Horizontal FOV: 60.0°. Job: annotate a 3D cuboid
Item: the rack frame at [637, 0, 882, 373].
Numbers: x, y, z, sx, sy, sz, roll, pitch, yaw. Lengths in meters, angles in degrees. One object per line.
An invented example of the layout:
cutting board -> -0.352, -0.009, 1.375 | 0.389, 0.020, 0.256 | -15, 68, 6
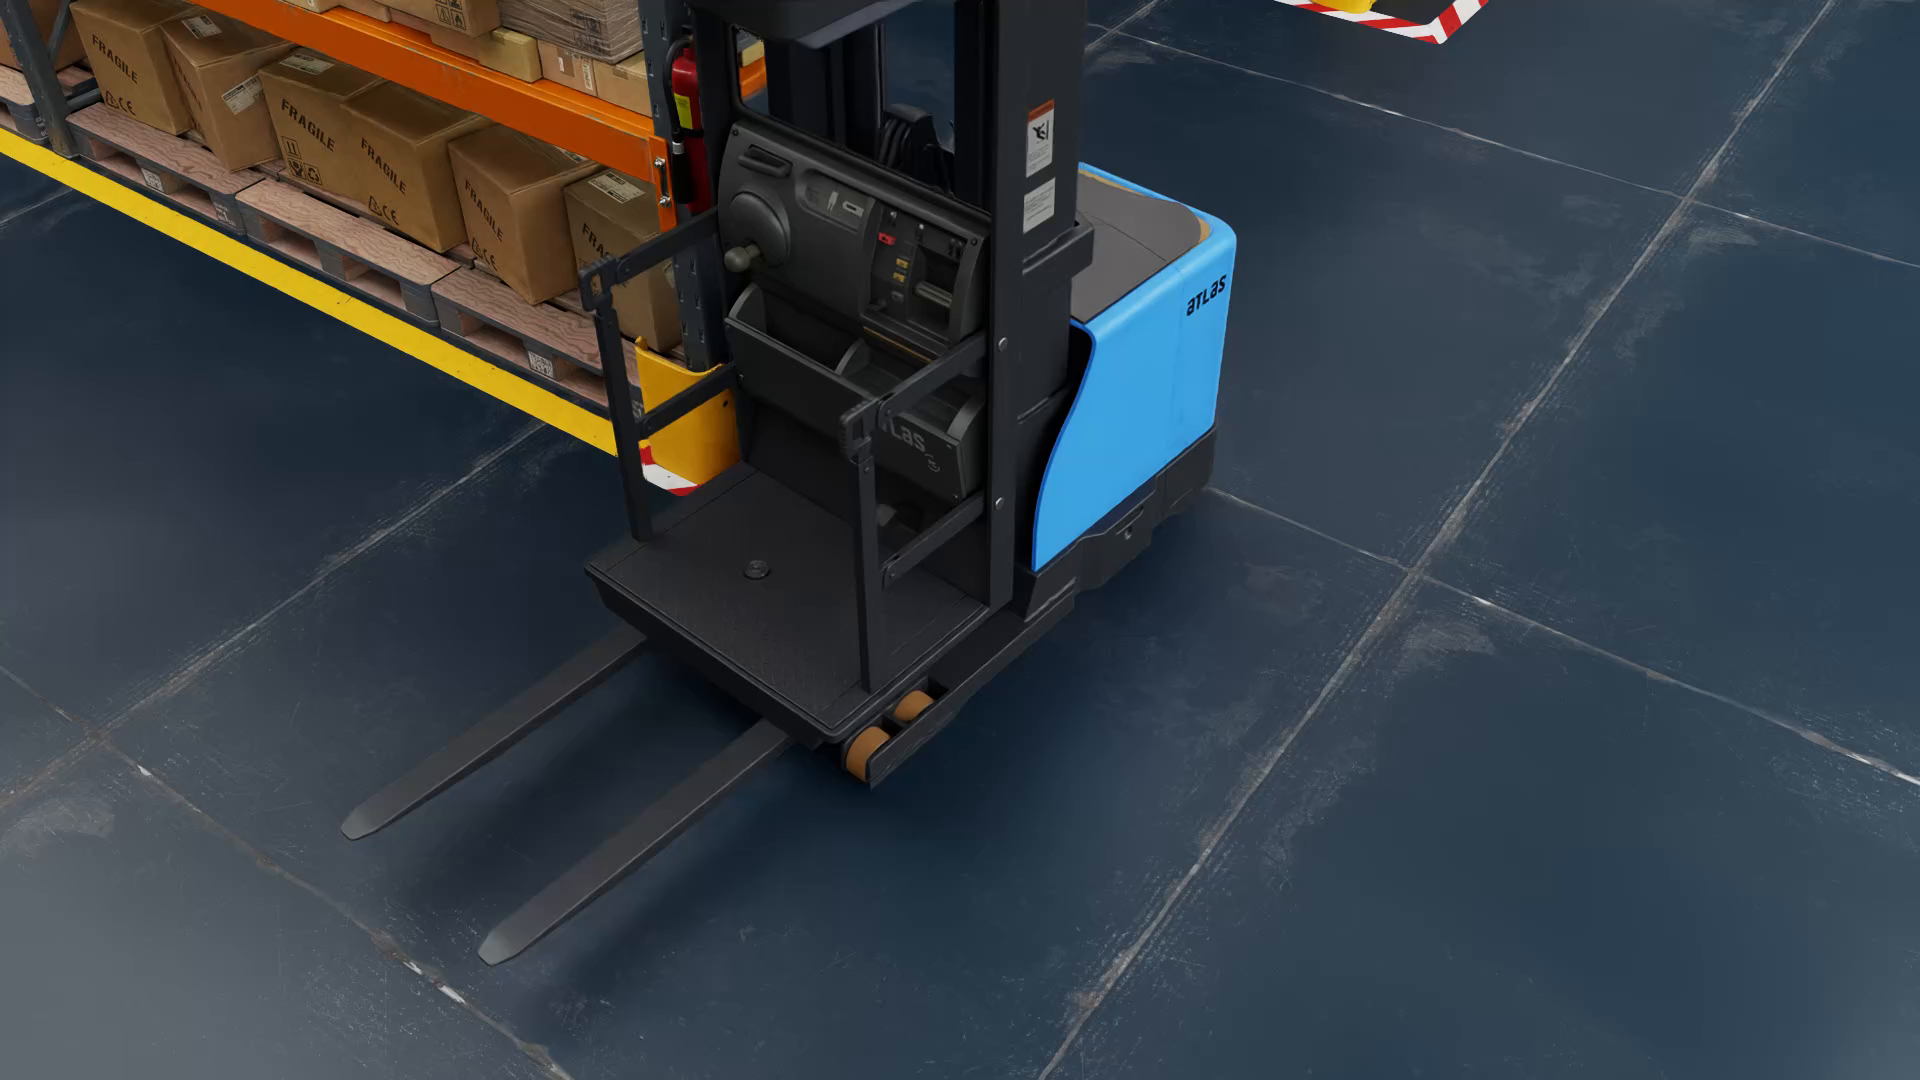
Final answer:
rack frame -> -0.615, -1.640, 5.333 | 0.127, 3.000, 1.000 | 25, 48, 25

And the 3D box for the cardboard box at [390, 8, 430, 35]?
cardboard box -> -1.782, -1.929, 5.845 | 0.250, 0.149, 0.380 | 25, 48, 25

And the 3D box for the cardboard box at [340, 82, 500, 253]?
cardboard box -> -2.128, -1.574, 6.819 | 0.500, 0.500, 0.500 | 30, 50, 29

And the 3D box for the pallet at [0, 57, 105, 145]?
pallet -> -4.528, -2.430, 8.307 | 1.213, 0.211, 1.003 | 25, 48, 25

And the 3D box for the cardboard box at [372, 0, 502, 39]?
cardboard box -> -1.528, -2.140, 5.594 | 0.500, 0.500, 0.875 | 25, 48, 25

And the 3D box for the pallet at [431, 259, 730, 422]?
pallet -> -1.322, -0.960, 6.665 | 1.213, 0.211, 1.003 | 25, 48, 25

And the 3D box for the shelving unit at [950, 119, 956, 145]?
shelving unit -> 0.215, -1.542, 7.252 | 0.210, 0.258, 0.900 | -14, 44, -15

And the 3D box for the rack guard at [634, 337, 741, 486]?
rack guard -> -0.677, -0.738, 6.199 | 0.348, 0.500, 1.175 | 25, 48, 25

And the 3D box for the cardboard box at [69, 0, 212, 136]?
cardboard box -> -3.586, -2.222, 7.543 | 0.500, 0.500, 0.500 | 24, 47, 24

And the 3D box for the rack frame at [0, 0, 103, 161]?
rack frame -> -3.890, -3.172, 7.045 | 0.127, 3.000, 1.000 | 25, 48, 25

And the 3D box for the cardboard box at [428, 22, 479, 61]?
cardboard box -> -1.601, -1.811, 5.713 | 0.250, 0.149, 0.380 | 25, 48, 25

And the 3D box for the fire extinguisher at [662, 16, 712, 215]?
fire extinguisher -> -0.786, -1.316, 5.029 | 0.183, 0.674, 0.296 | 25, 48, 25

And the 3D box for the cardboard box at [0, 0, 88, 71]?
cardboard box -> -4.380, -2.651, 8.008 | 0.500, 0.500, 0.700 | 22, 46, 22

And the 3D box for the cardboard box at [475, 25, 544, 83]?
cardboard box -> -1.406, -1.707, 5.596 | 0.250, 0.149, 0.380 | 25, 48, 25

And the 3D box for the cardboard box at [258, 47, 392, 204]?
cardboard box -> -2.559, -1.812, 7.085 | 0.500, 0.500, 0.500 | 21, 46, 22

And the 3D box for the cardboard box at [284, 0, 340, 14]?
cardboard box -> -2.255, -2.060, 5.991 | 0.250, 0.149, 0.380 | 25, 48, 25

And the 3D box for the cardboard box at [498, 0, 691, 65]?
cardboard box -> -1.050, -2.014, 5.453 | 0.500, 0.500, 0.875 | 25, 48, 25

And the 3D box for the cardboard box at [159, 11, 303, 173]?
cardboard box -> -3.112, -2.006, 7.303 | 0.500, 0.500, 0.500 | -26, 48, -26

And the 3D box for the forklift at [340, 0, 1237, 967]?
forklift -> -0.450, -0.754, 4.395 | 1.130, 2.935, 3.031 | 30, 50, 29

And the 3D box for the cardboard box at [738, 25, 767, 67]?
cardboard box -> -0.712, -1.786, 5.685 | 0.250, 0.149, 0.380 | 25, 48, 25

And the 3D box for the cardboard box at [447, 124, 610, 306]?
cardboard box -> -1.626, -1.323, 6.539 | 0.500, 0.500, 0.500 | -29, 49, -28

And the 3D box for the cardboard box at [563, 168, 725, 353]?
cardboard box -> -1.117, -1.113, 6.304 | 0.500, 0.500, 0.500 | -33, 51, -31

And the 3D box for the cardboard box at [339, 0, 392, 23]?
cardboard box -> -2.000, -2.013, 5.938 | 0.250, 0.149, 0.380 | 25, 48, 25

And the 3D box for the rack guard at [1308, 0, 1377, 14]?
rack guard -> 2.335, -3.369, 9.140 | 0.348, 0.500, 1.175 | 25, 48, 25

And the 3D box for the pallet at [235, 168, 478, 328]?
pallet -> -2.317, -1.428, 7.187 | 1.213, 0.211, 1.003 | 25, 48, 25

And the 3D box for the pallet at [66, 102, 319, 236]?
pallet -> -3.320, -1.895, 7.709 | 1.213, 0.211, 1.003 | 25, 48, 25

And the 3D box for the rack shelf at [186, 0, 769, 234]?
rack shelf -> -2.253, -2.138, 6.429 | 4.000, 0.370, 1.077 | 25, 48, 25

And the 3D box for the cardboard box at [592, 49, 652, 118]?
cardboard box -> -0.967, -1.543, 5.413 | 0.250, 0.149, 0.380 | 25, 48, 25

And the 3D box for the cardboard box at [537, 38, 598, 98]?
cardboard box -> -1.171, -1.639, 5.521 | 0.250, 0.149, 0.380 | 25, 48, 25

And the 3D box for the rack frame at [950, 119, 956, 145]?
rack frame -> 0.120, -1.518, 7.225 | 0.006, 0.240, 0.900 | -14, 44, -15
